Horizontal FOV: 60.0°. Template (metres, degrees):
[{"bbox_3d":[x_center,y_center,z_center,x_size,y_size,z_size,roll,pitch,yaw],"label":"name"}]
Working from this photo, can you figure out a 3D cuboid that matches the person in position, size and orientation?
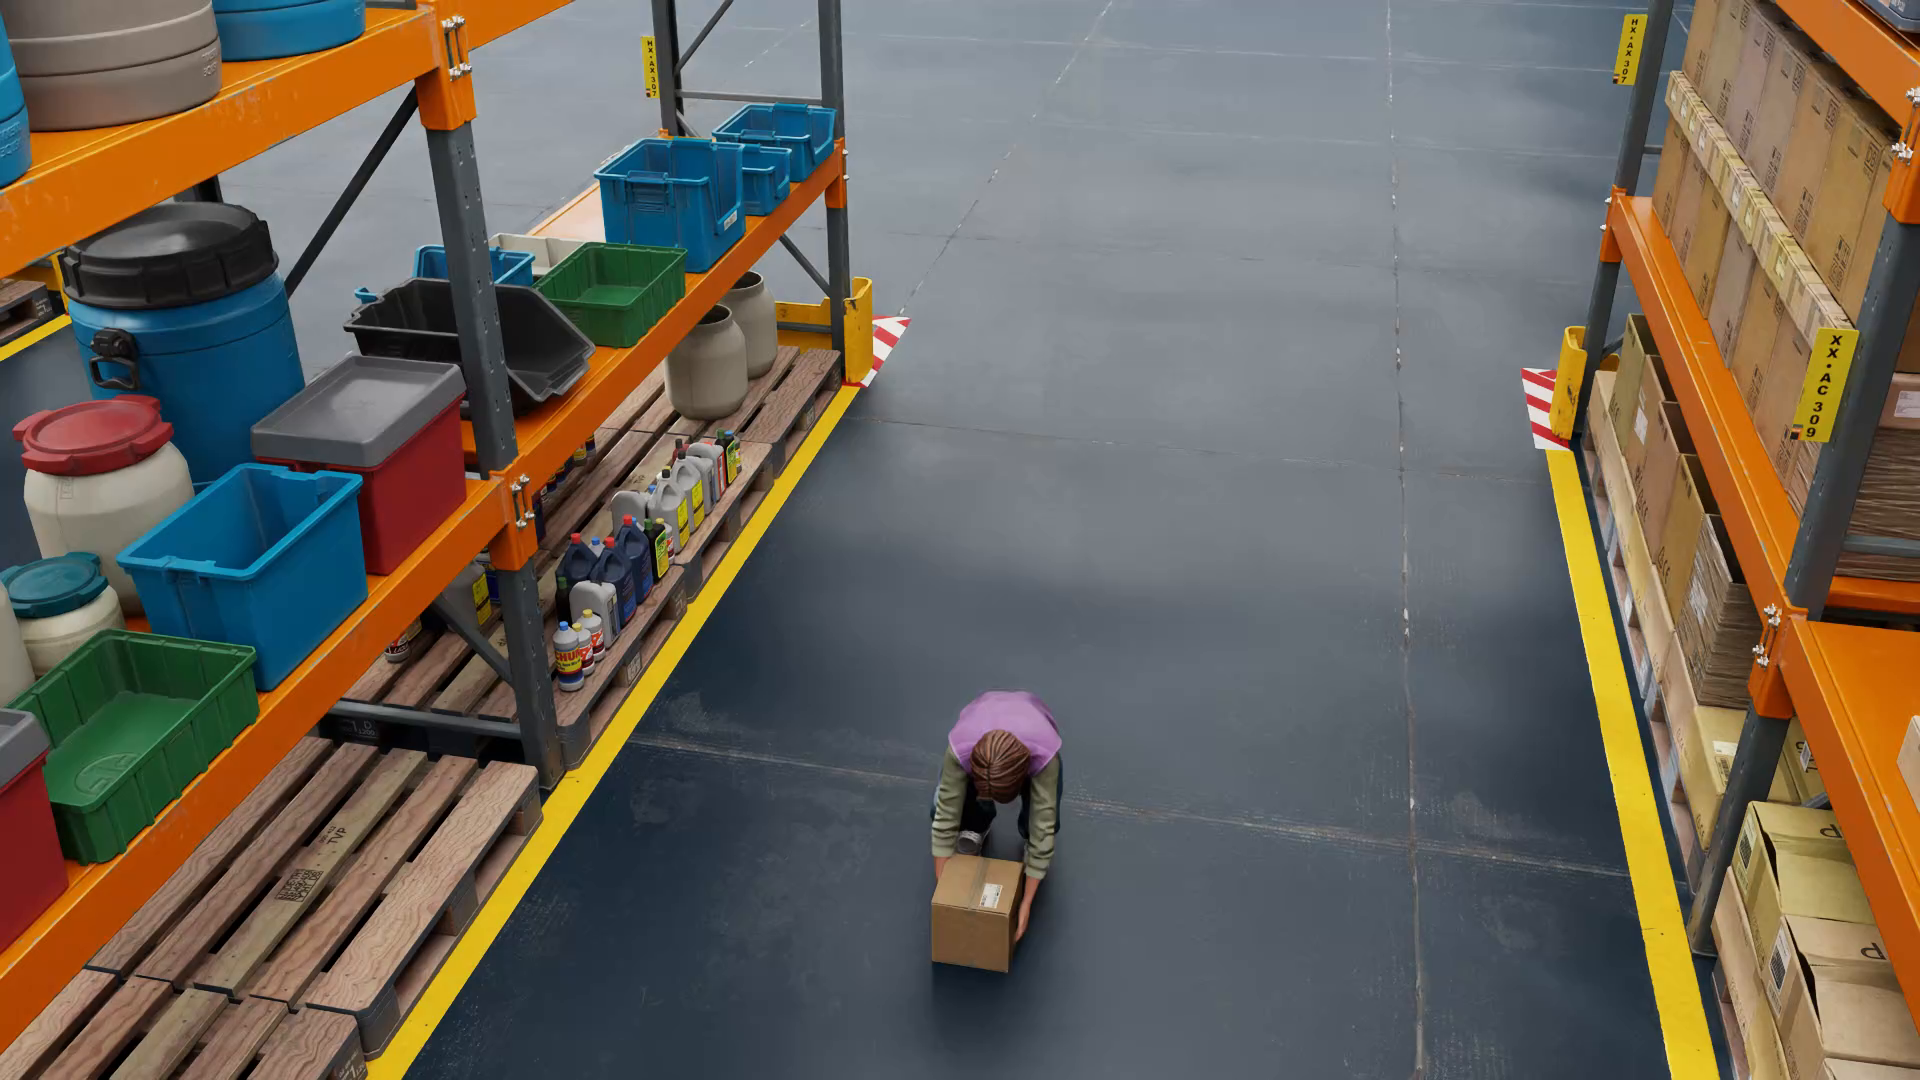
[{"bbox_3d":[0.135,0.809,5.529,0.435,0.782,0.803,6,30,11],"label":"person"}]
